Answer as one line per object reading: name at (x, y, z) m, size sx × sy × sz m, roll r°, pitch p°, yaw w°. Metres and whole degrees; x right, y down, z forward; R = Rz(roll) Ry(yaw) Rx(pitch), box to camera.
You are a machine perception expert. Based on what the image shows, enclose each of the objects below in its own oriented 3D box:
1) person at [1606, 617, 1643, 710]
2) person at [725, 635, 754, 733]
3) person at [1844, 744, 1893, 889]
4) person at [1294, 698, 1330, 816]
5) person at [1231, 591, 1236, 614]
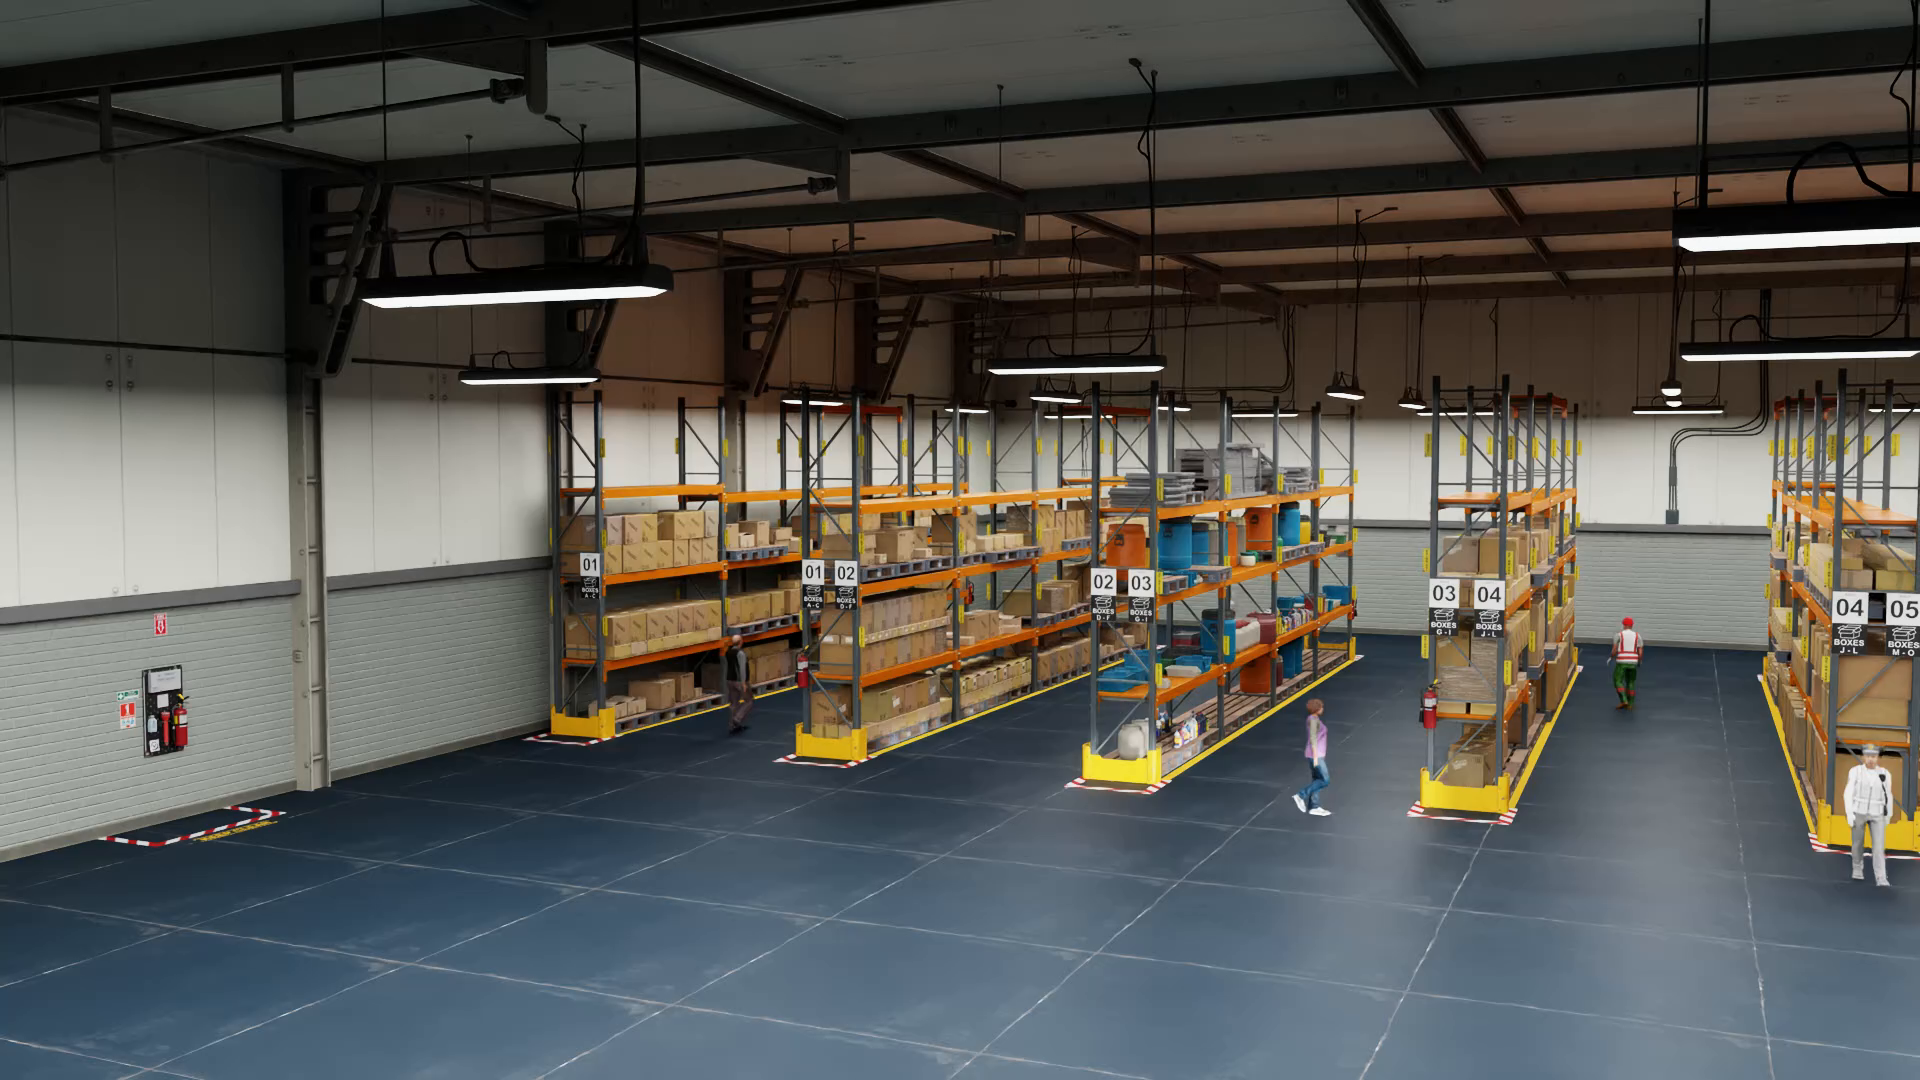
person at (12.787, 2.372, 31.846) m, size 0.634 × 1.763 × 0.660 m, roll 0°, pitch 3°, yaw -1°
person at (-3.930, 2.522, 29.242) m, size 0.579 × 1.711 × 0.478 m, roll 2°, pitch 4°, yaw 34°
person at (10.315, 3.123, 18.887) m, size 0.498 × 1.627 × 1.041 m, roll 2°, pitch 4°, yaw 28°
person at (4.797, 2.942, 22.556) m, size 0.450 × 1.596 × 0.428 m, roll 0°, pitch 3°, yaw 9°
person at (6.378, 2.002, 39.547) m, size 0.524 × 1.648 × 0.595 m, roll -2°, pitch 4°, yaw -29°
